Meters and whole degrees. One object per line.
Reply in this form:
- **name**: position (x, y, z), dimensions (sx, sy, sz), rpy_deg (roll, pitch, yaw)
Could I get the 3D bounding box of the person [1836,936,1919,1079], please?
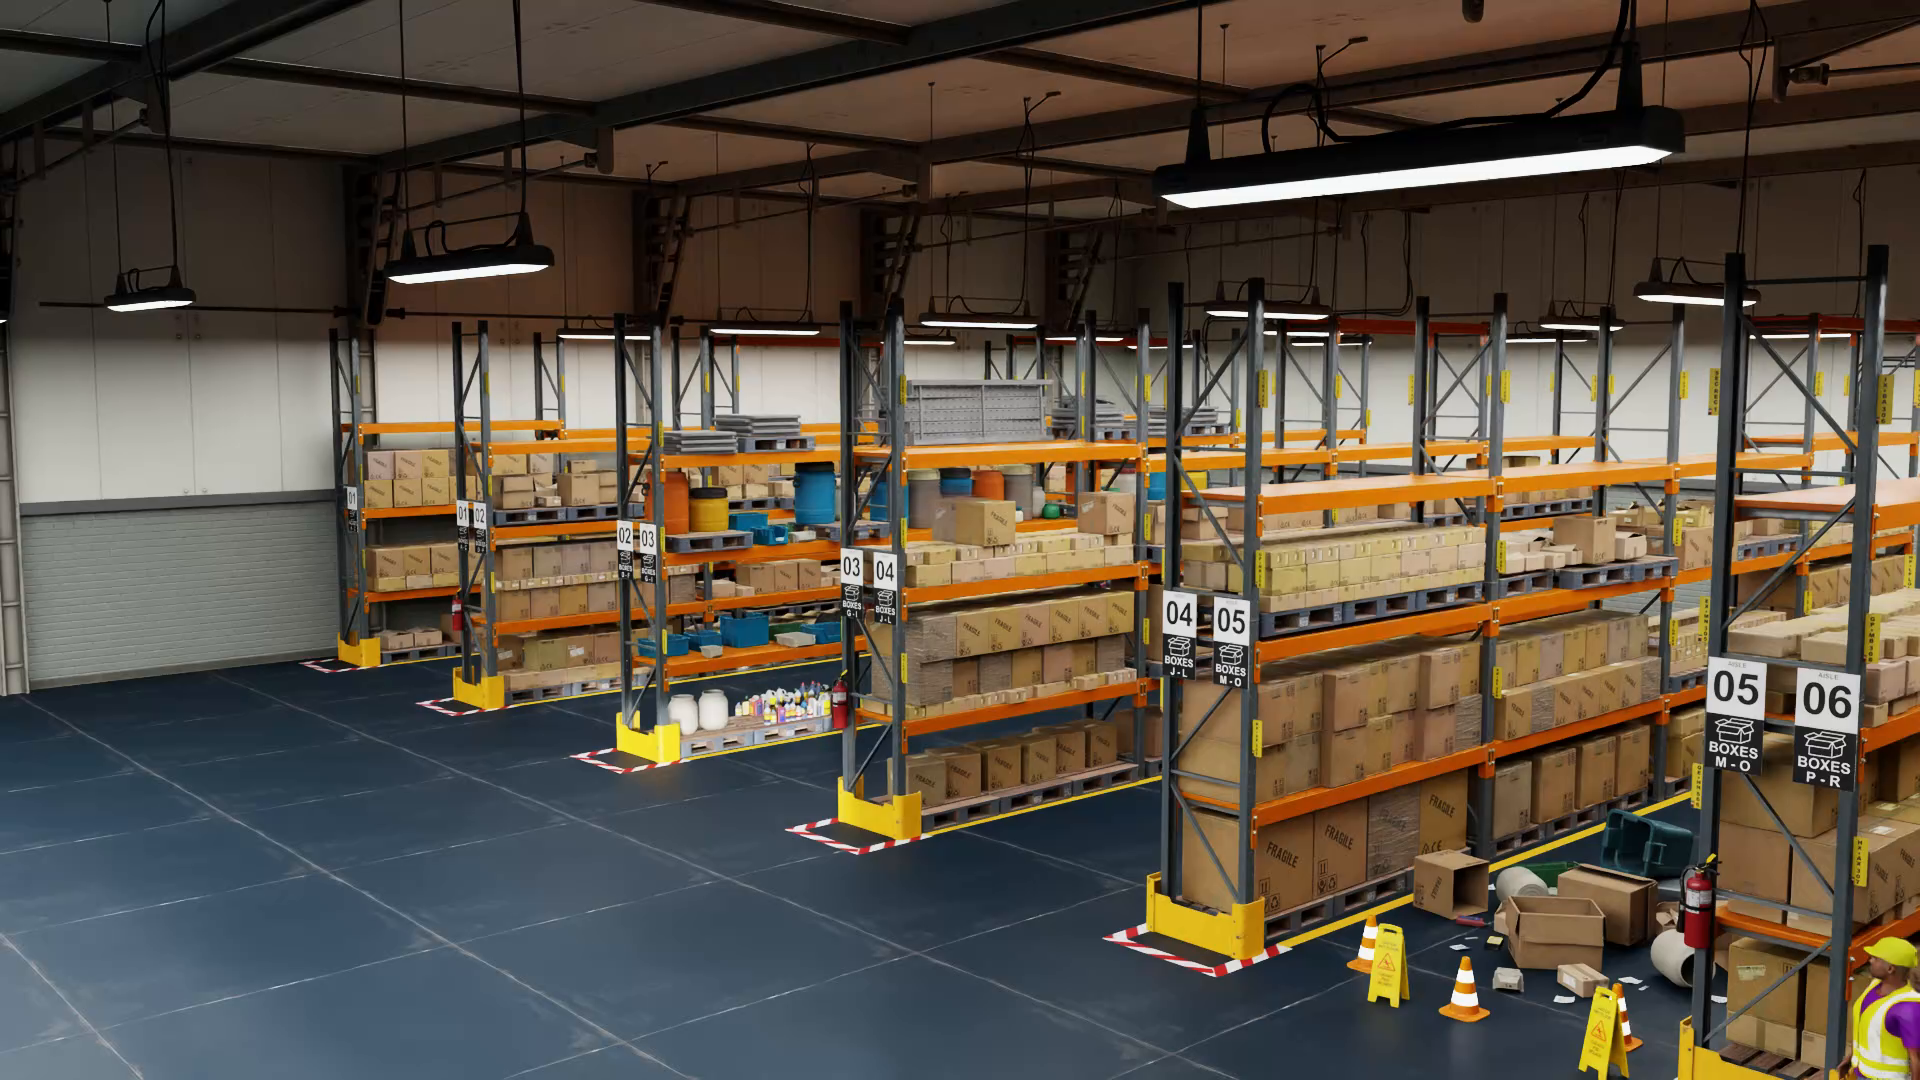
- **person**: position (5.654, 3.291, 10.247), dimensions (1.006, 1.727, 0.630), rpy_deg (0, 6, 4)
